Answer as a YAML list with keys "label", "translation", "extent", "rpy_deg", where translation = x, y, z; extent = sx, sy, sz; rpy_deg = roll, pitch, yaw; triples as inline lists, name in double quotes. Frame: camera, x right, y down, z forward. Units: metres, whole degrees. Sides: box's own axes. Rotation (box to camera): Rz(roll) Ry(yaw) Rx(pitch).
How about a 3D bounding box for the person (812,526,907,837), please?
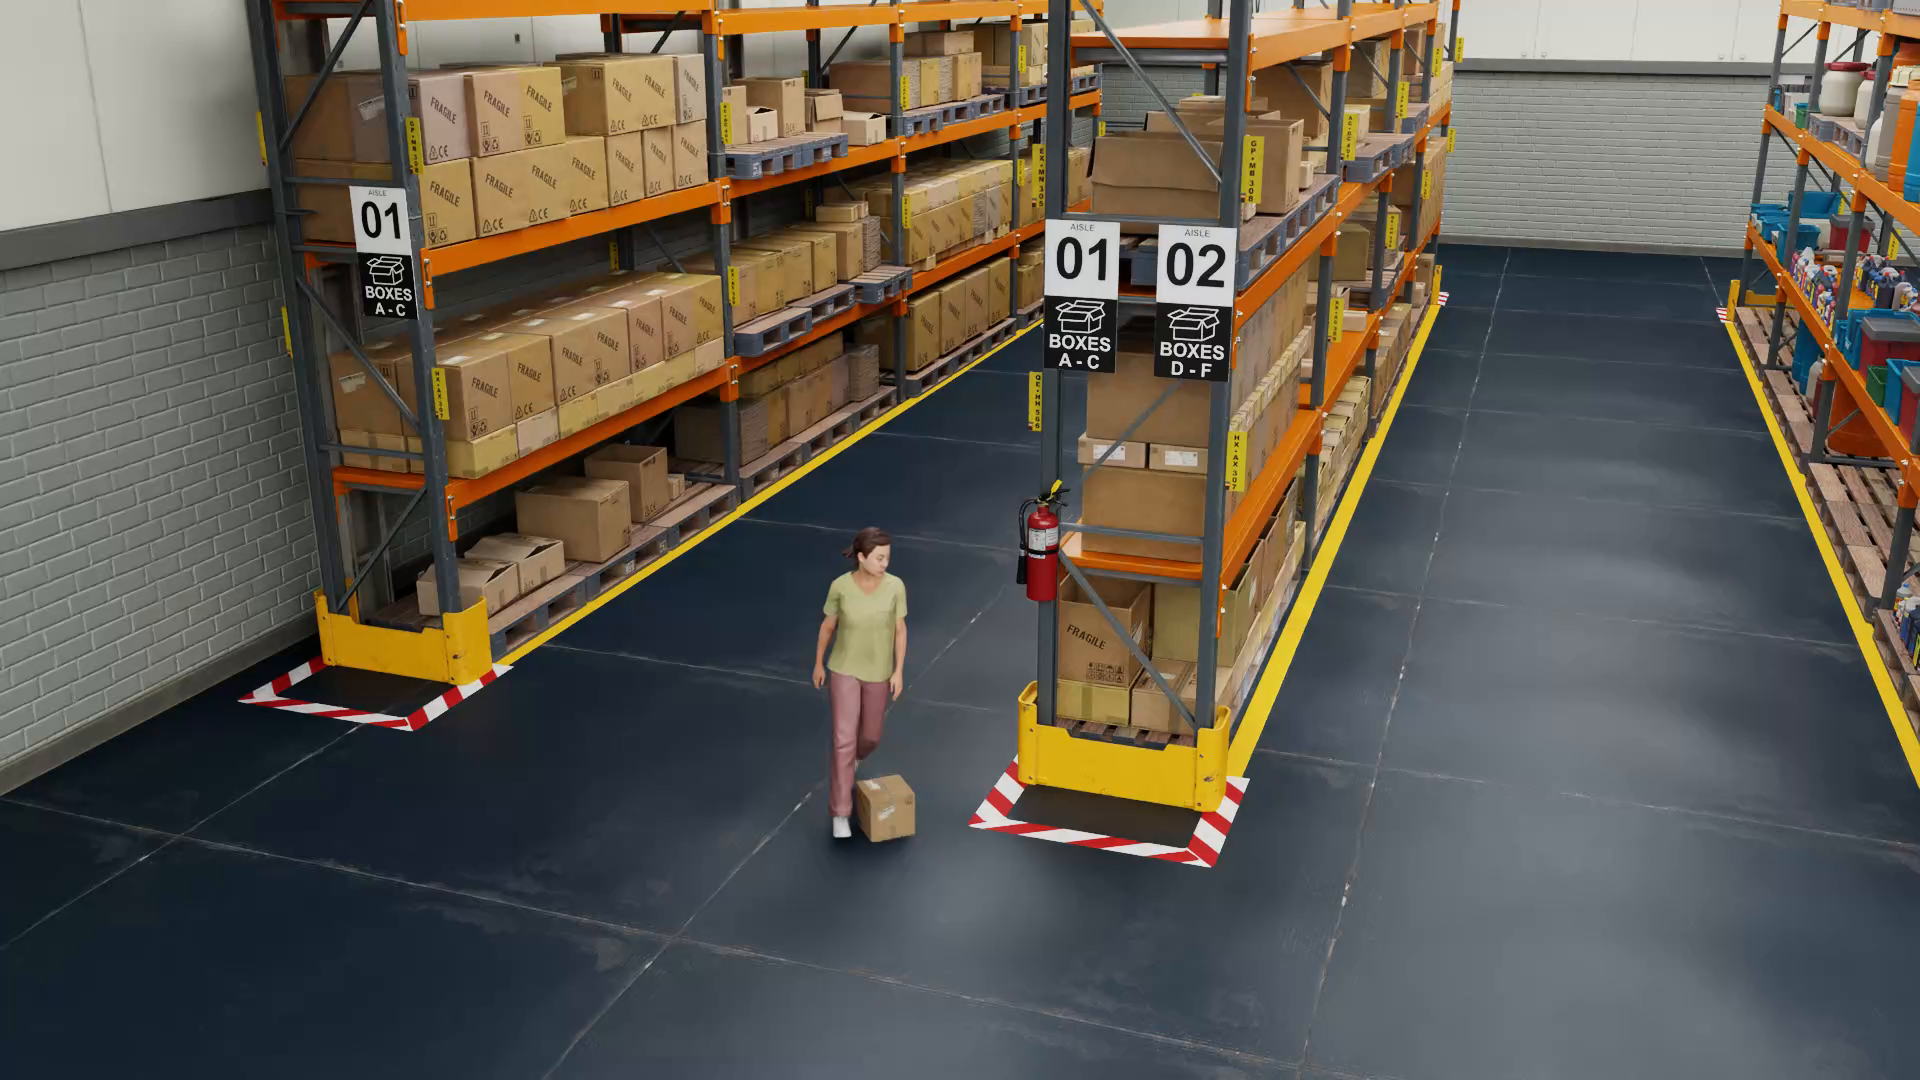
- label: "person"
  translation: [-0.534, 0.702, 9.011]
  extent: [0.513, 1.623, 0.898]
  rpy_deg: [-4, 19, -11]
